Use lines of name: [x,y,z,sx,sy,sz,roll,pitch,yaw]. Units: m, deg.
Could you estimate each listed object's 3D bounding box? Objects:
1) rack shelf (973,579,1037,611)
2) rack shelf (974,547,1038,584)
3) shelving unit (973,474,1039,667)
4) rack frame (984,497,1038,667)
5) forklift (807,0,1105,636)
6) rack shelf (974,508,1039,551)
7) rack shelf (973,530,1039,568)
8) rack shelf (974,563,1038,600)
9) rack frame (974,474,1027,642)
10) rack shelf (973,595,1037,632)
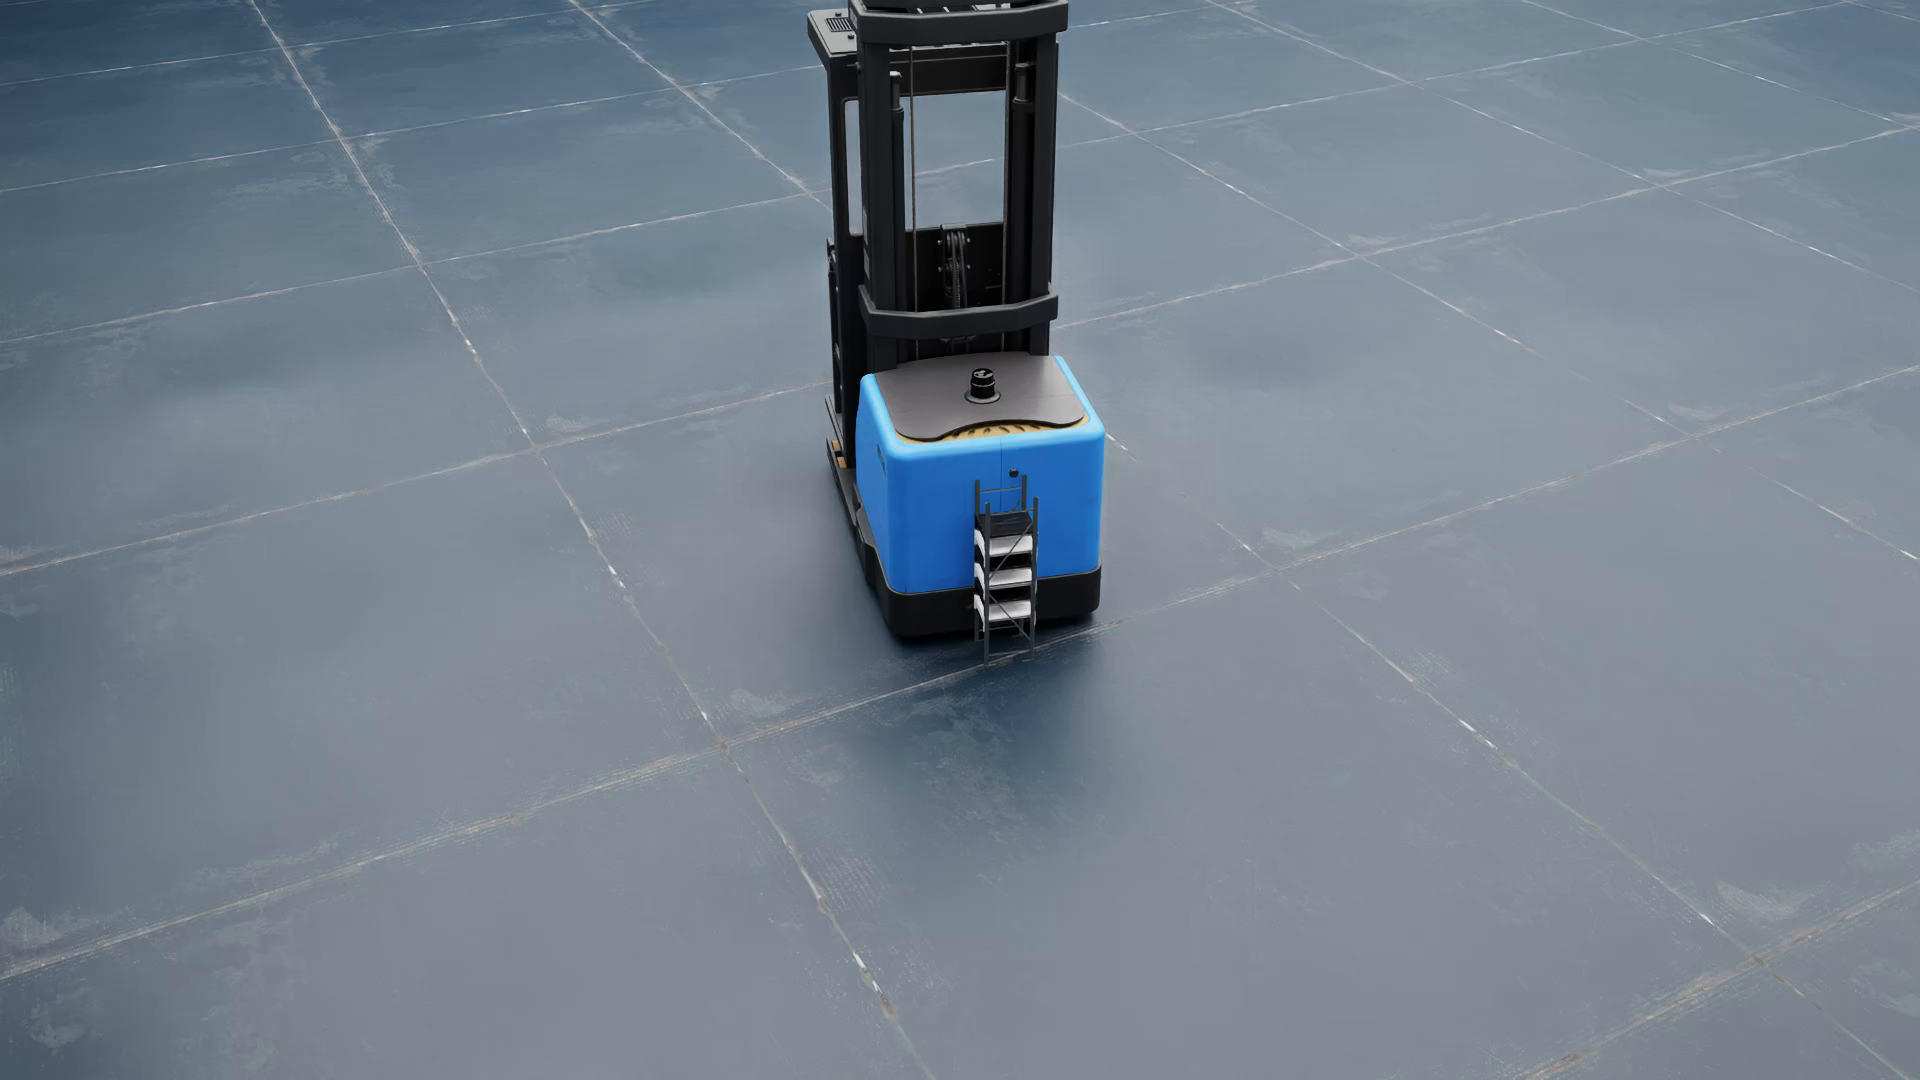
rack shelf: [0.208,0.253,7.750,0.258,0.077,0.200,-7,33,-10]
rack shelf: [0.208,0.101,7.652,0.258,0.077,0.200,-7,33,-10]
shelving unit: [0.208,0.149,7.683,0.258,0.900,0.210,-7,33,-10]
rack frame: [0.230,0.203,7.599,0.240,0.900,0.006,-7,33,-10]
forklift: [-0.132,-1.562,8.471,1.130,2.935,3.031,-7,33,-10]
rack shelf: [0.208,-0.050,7.555,0.258,0.077,0.200,-7,33,-10]
rack shelf: [0.208,0.026,7.604,0.258,0.077,0.200,-7,33,-10]
rack shelf: [0.208,0.177,7.701,0.258,0.077,0.200,-7,33,-10]
rack frame: [0.187,0.096,7.767,0.240,0.900,0.006,-7,33,-10]
rack shelf: [0.208,0.329,7.798,0.258,0.077,0.200,-7,33,-10]
